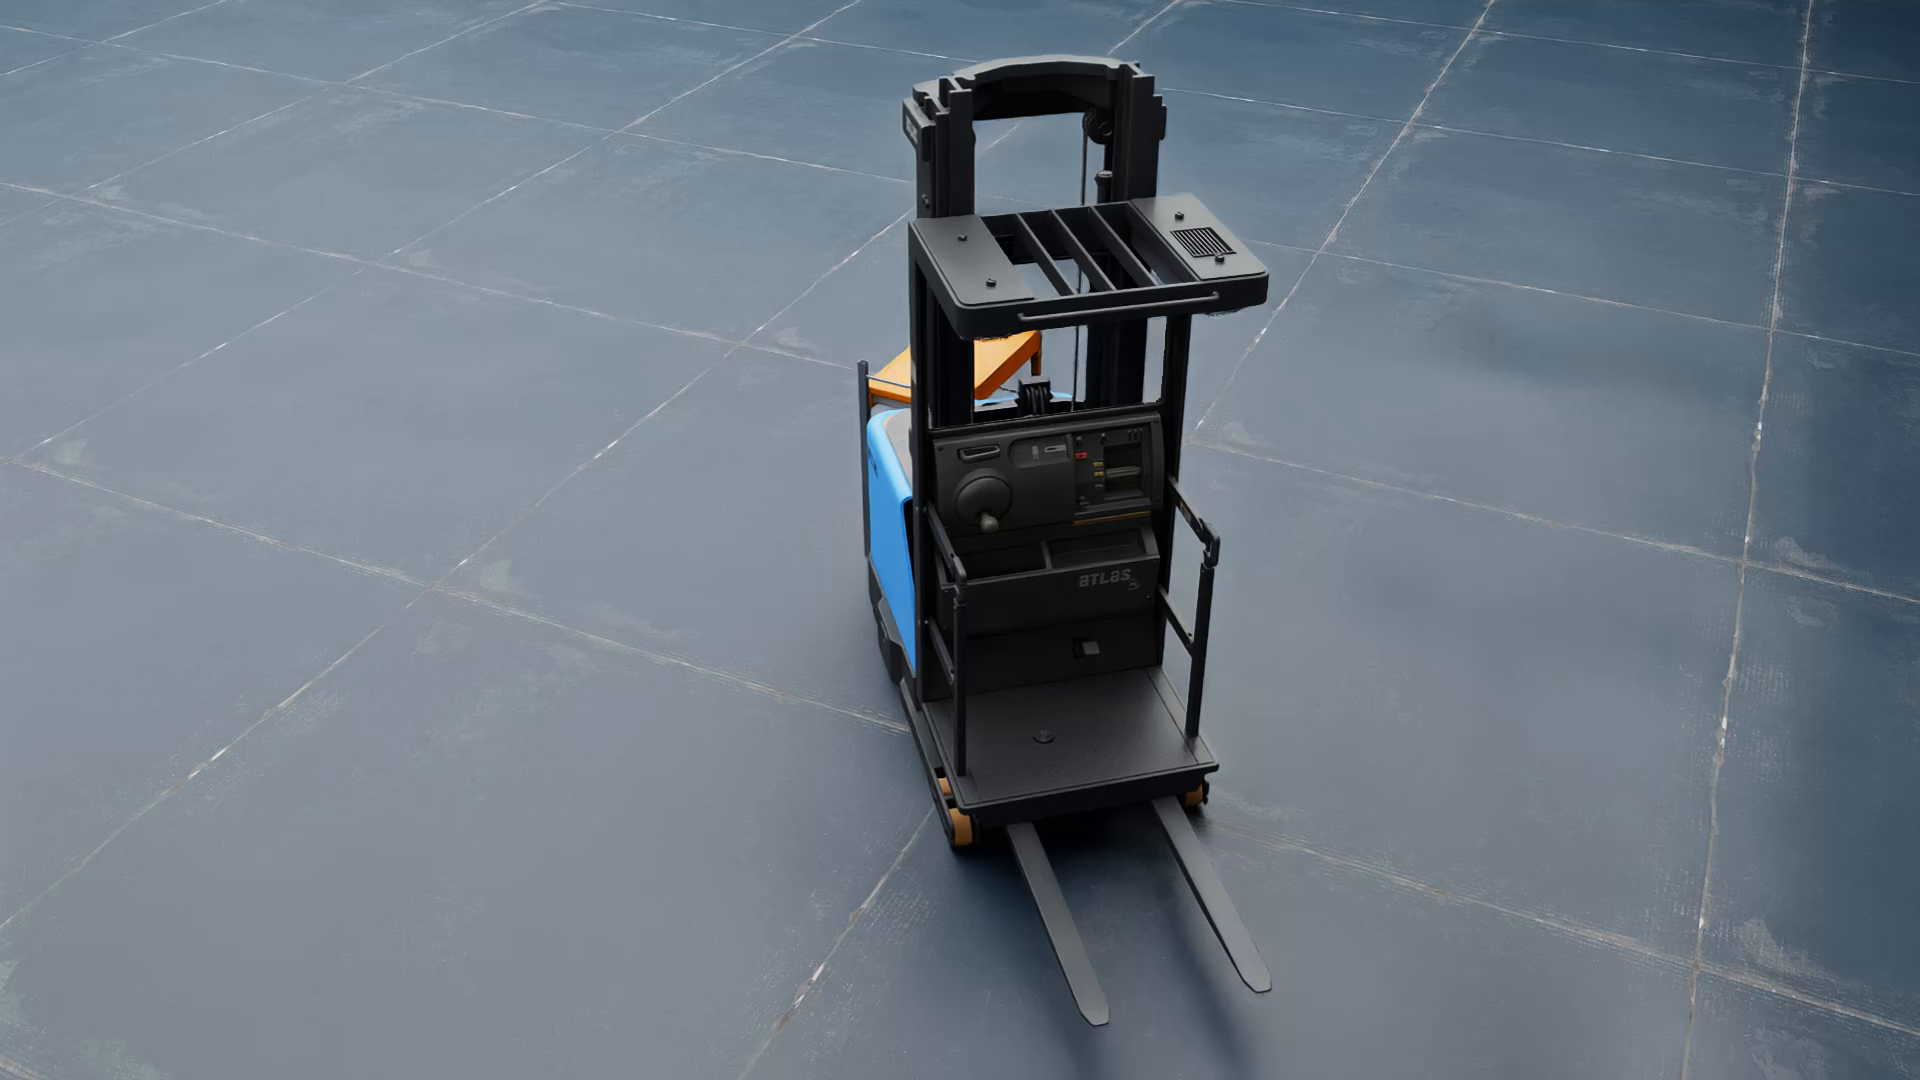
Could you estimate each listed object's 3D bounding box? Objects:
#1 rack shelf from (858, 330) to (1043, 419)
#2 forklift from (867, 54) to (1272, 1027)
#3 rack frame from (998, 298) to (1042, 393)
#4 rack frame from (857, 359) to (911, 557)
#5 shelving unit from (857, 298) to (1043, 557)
[{"bbox_3d":[-0.033,-0.825,8.449,0.538,0.278,1.000,16,36,22],"label":"rack shelf"},{"bbox_3d":[0.412,-0.201,6.383,1.130,2.935,3.031,-8,34,-12],"label":"forklift"},{"bbox_3d":[0.199,-0.829,8.988,0.500,1.125,0.032,16,36,22],"label":"rack frame"},{"bbox_3d":[-0.265,-0.333,8.231,0.500,1.125,0.032,16,36,22],"label":"rack frame"},{"bbox_3d":[-0.033,-0.581,8.610,0.538,1.125,1.048,16,36,22],"label":"shelving unit"}]
